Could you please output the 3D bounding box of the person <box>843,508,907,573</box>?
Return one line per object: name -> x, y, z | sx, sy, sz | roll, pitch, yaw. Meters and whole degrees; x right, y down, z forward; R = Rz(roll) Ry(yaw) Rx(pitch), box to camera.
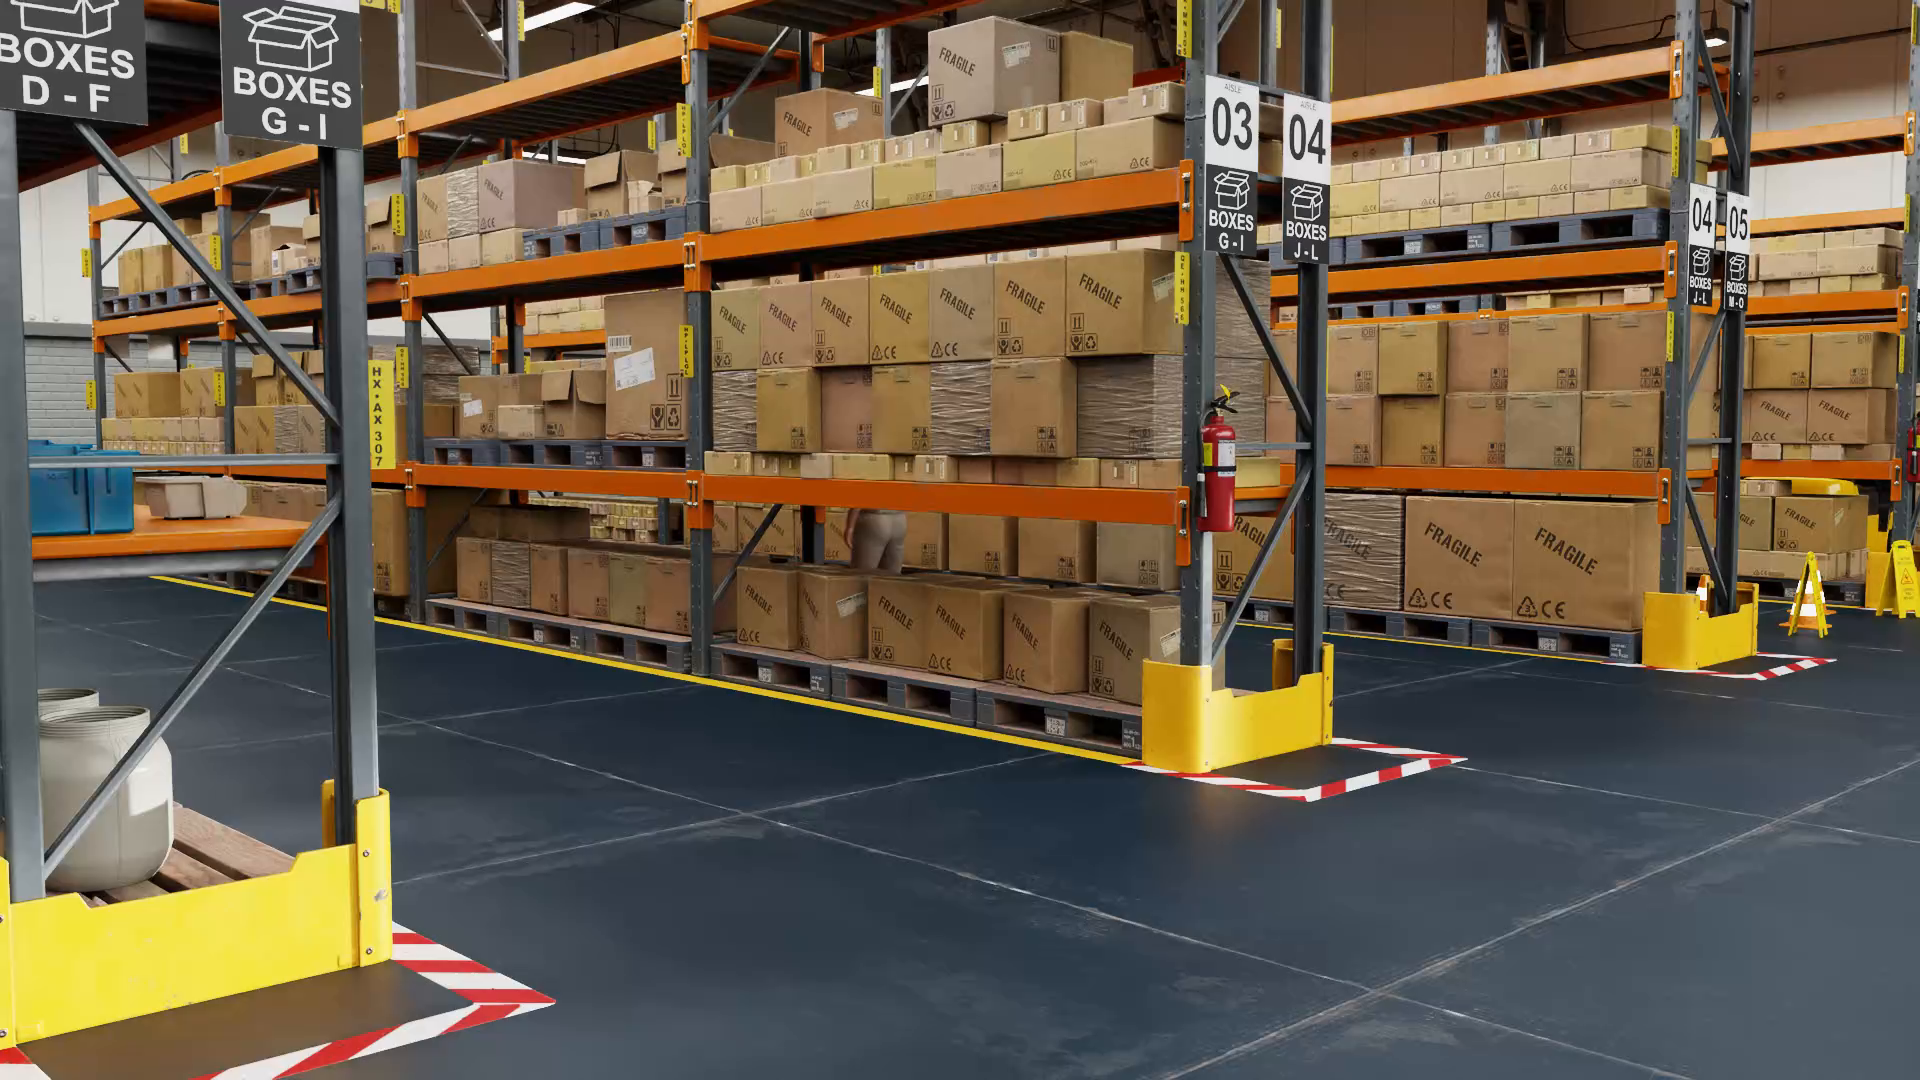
person -> -0.617, -0.097, 12.293 | 0.386, 1.727, 0.602 | 3, 5, 41
